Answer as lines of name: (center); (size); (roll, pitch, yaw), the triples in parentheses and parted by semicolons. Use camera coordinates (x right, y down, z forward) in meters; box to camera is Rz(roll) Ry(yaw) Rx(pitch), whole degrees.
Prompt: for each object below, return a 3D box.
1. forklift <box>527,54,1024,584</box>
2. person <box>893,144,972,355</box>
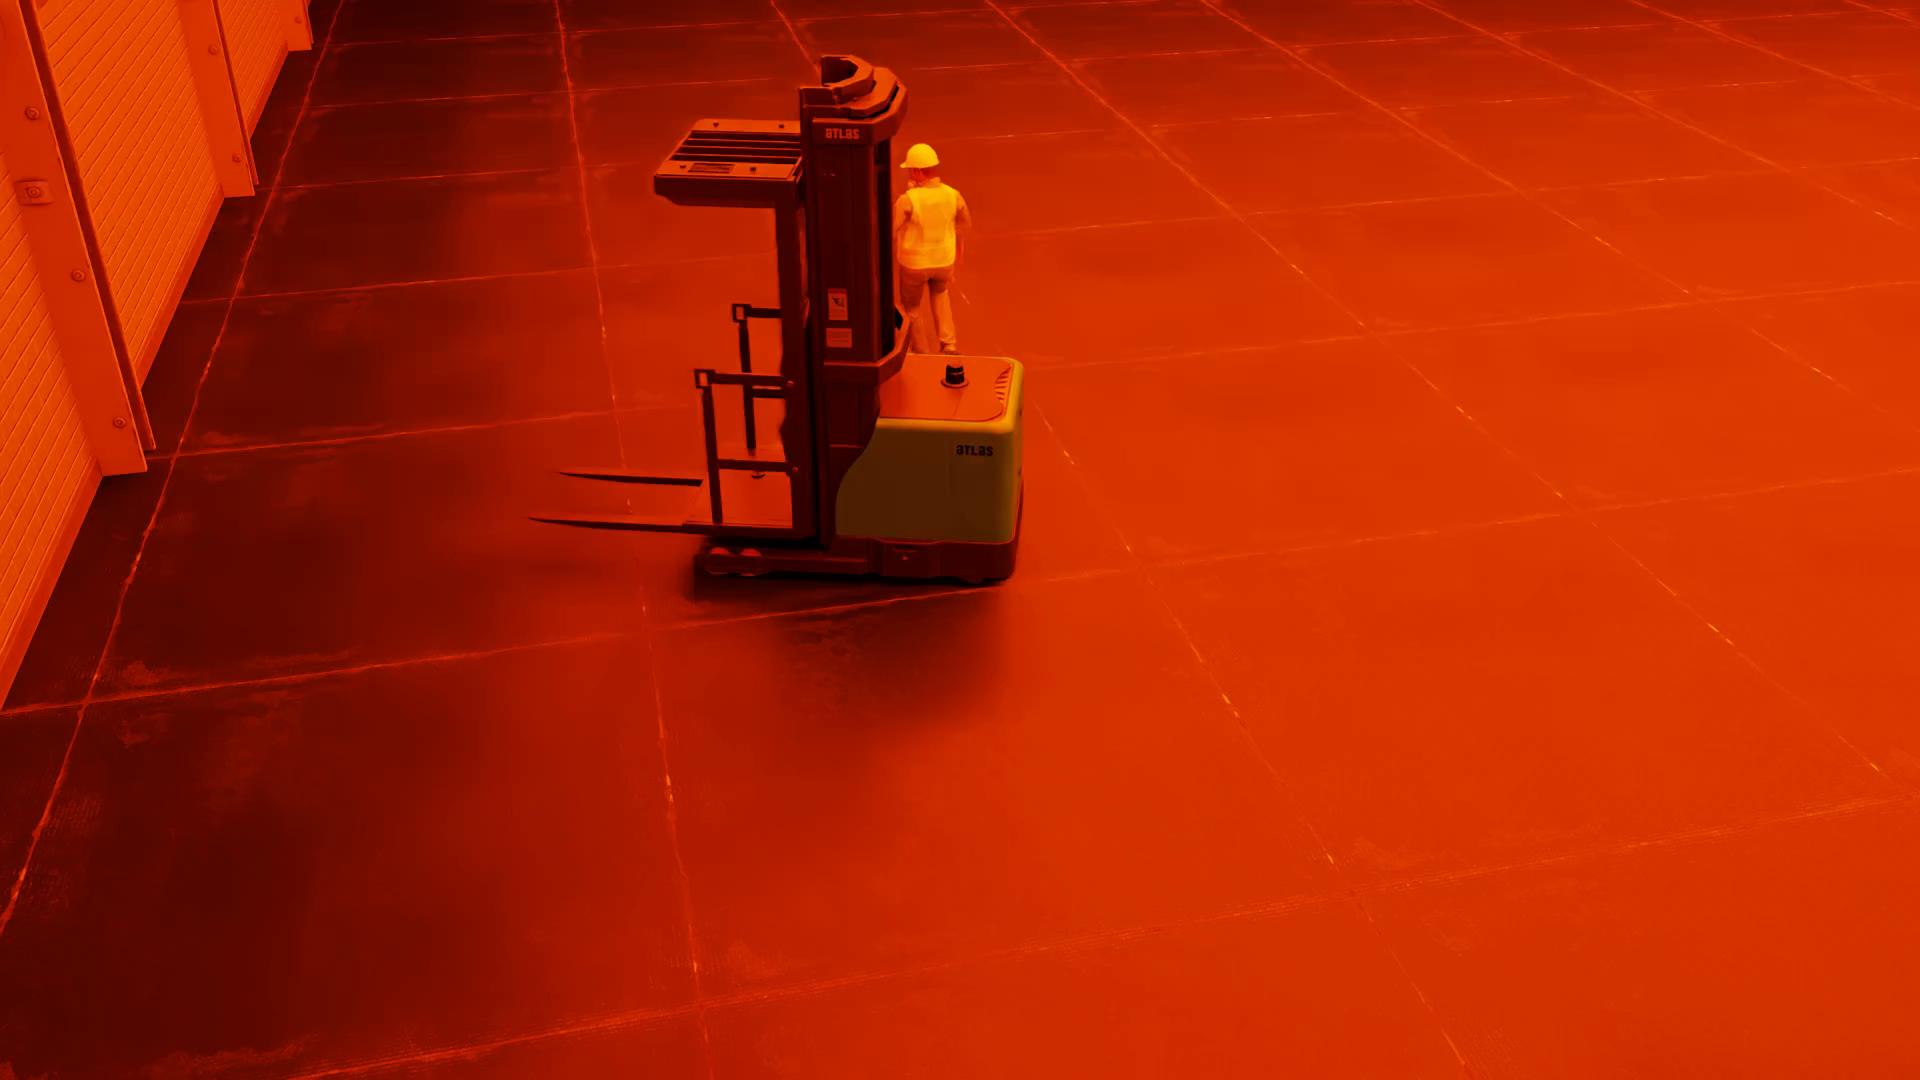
forklift: (-1.141, -1.305, 9.828); (3.031, 2.935, 1.130); (3, 30, 5)
person: (-0.305, -2.092, 12.398); (0.805, 1.767, 0.498); (-10, 31, -16)
